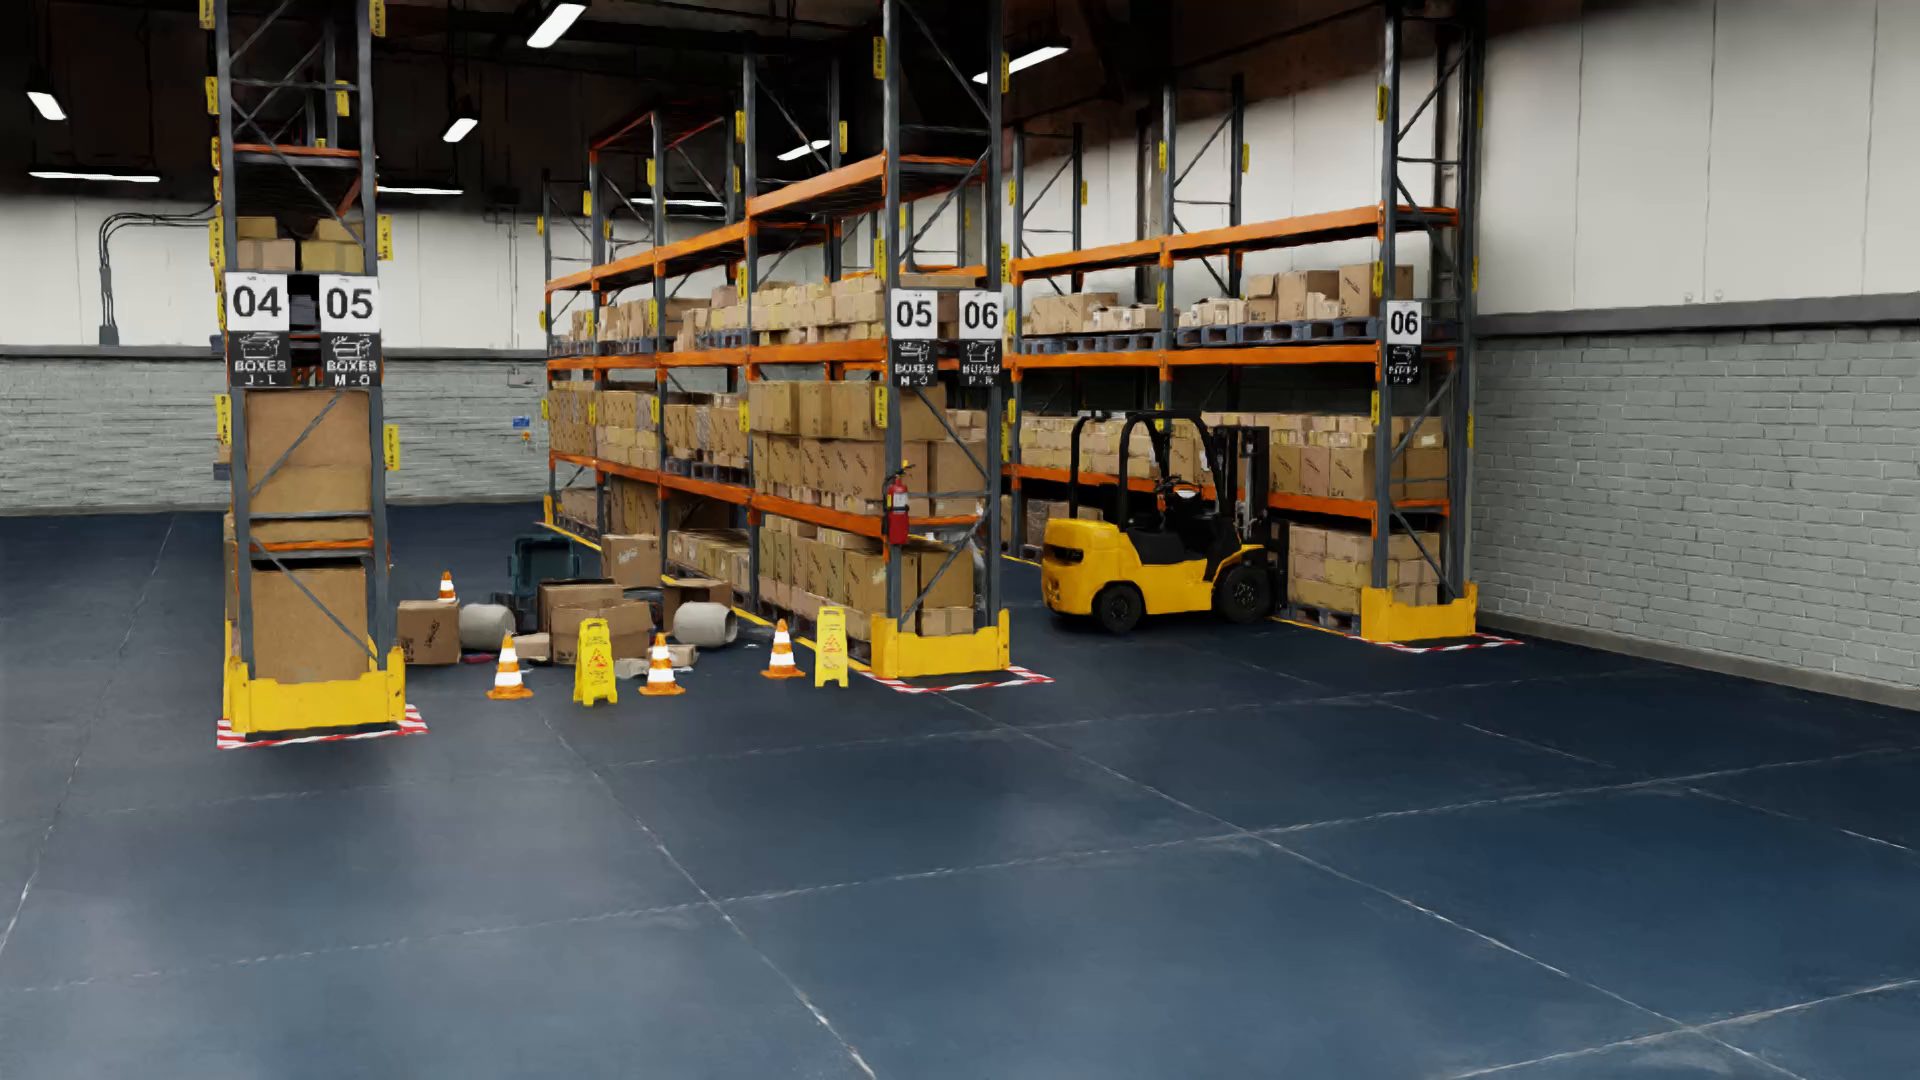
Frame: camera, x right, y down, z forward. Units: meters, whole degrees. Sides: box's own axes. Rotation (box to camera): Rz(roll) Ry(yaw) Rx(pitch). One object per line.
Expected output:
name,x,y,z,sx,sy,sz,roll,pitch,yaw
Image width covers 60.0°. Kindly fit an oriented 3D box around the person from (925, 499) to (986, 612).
person,-0.023,0.027,17.657,0.711,1.486,0.746,-1,6,-12
